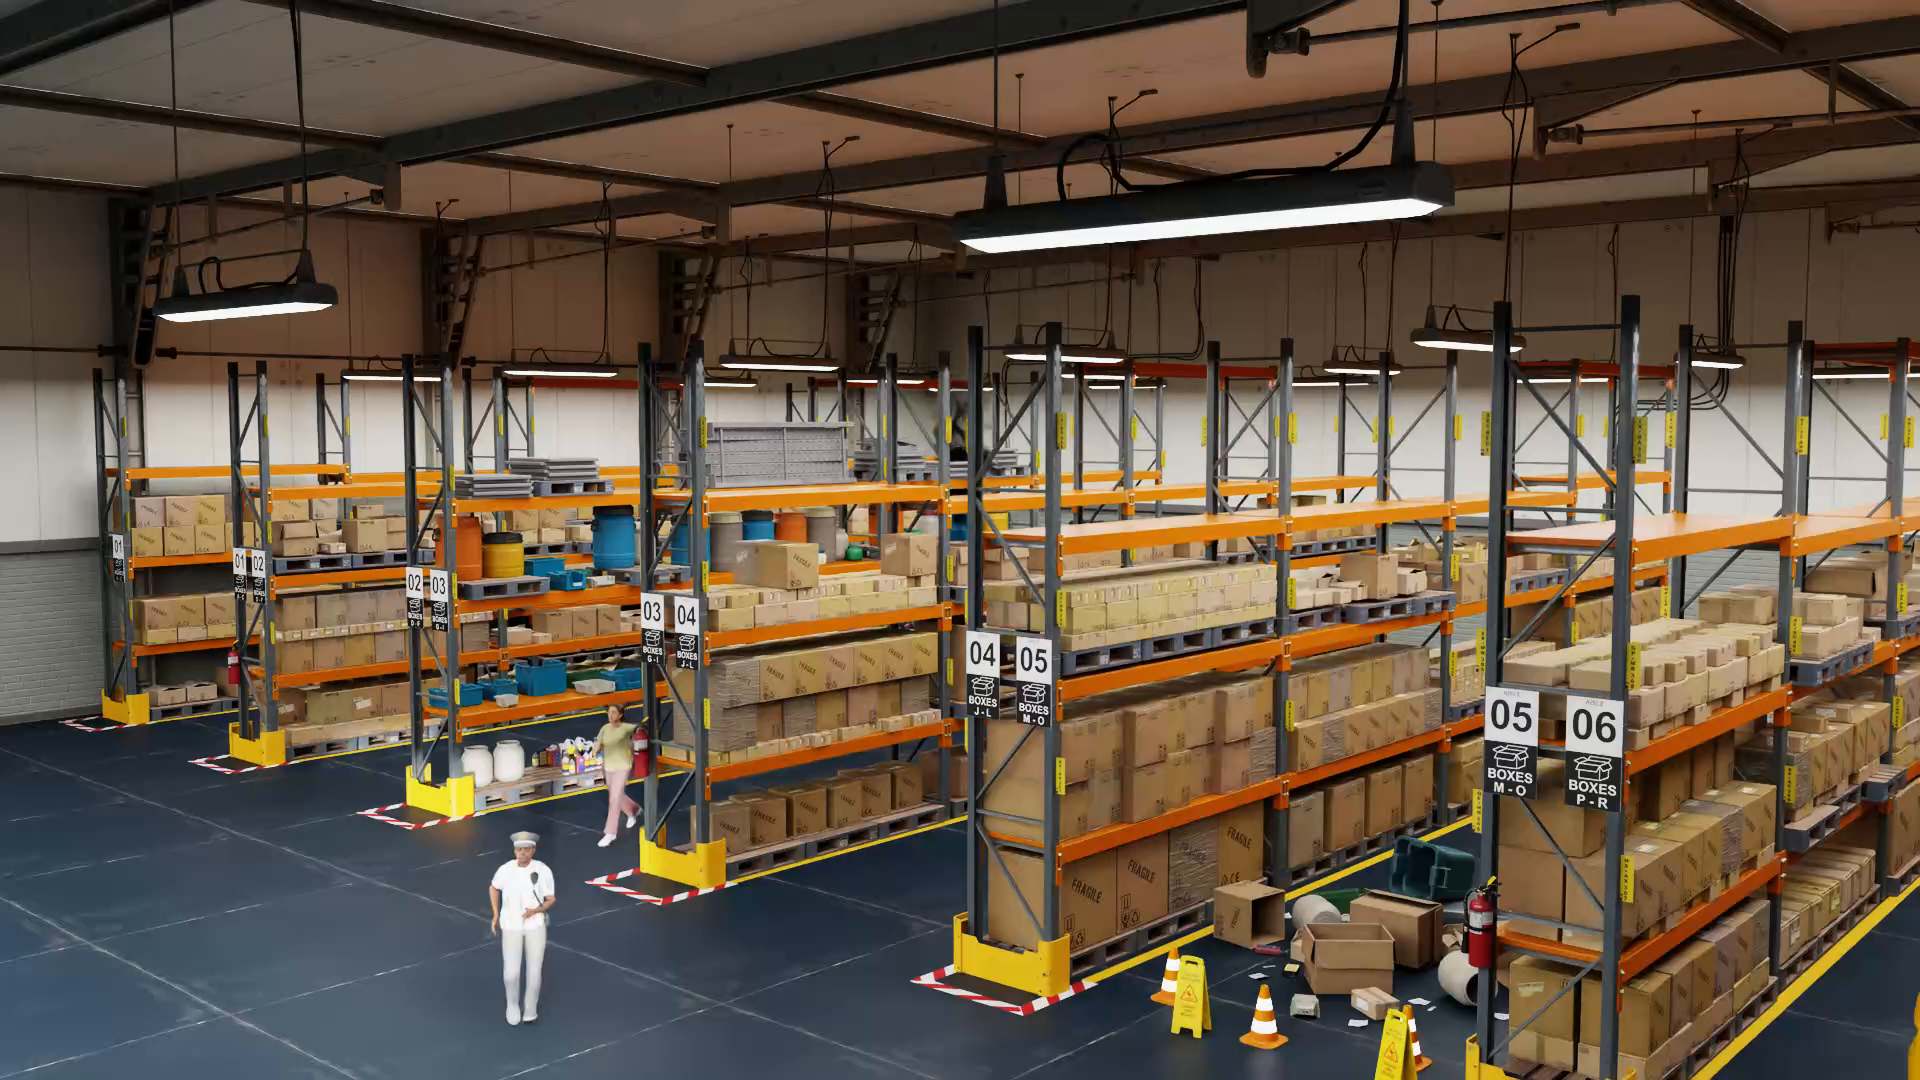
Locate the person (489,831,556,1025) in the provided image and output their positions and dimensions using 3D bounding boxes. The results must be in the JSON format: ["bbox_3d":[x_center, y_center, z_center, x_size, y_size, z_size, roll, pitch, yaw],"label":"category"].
[{"bbox_3d":[-3.698,3.284,14.055,0.553,1.666,0.645,-1,4,-13],"label":"person"}]

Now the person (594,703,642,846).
[{"bbox_3d":[-4.193,2.817,20.336,0.591,1.677,0.899,2,5,22],"label":"person"}]
